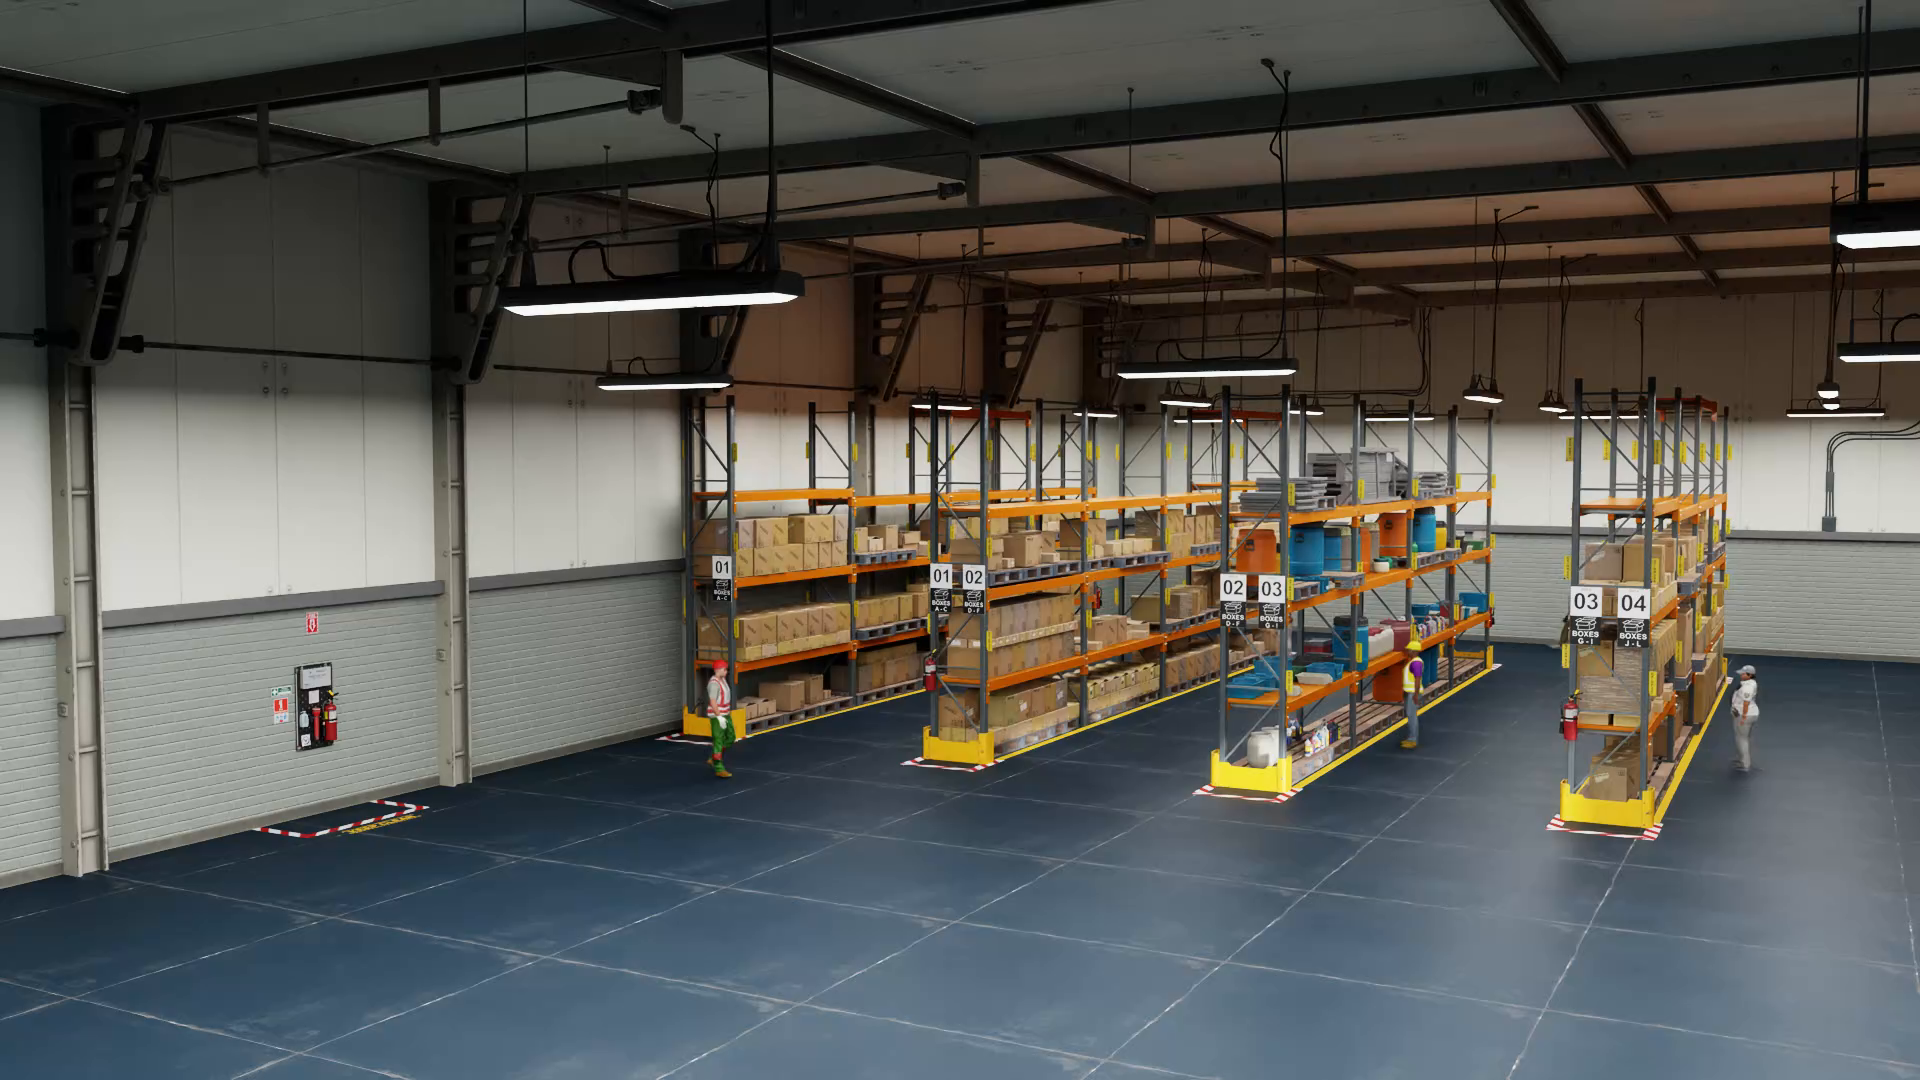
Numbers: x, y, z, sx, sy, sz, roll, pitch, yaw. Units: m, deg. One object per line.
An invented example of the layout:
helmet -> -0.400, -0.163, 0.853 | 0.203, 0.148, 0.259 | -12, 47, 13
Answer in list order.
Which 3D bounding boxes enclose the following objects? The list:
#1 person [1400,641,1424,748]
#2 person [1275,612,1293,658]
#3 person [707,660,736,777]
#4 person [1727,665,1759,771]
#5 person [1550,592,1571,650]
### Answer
person -> 7.693, 2.625, 28.401 | 0.458, 1.779, 0.652 | 0, 3, 2
person -> 6.844, 2.303, 35.382 | 0.498, 1.673, 0.488 | 3, 4, 43
person -> -3.712, 2.744, 25.775 | 0.527, 1.788, 0.713 | 1, 3, 13
person -> 12.366, 2.794, 26.357 | 0.580, 1.657, 0.560 | -3, 4, -42
person -> 15.514, 1.920, 41.971 | 1.119, 1.744, 0.621 | 0, 3, -4
